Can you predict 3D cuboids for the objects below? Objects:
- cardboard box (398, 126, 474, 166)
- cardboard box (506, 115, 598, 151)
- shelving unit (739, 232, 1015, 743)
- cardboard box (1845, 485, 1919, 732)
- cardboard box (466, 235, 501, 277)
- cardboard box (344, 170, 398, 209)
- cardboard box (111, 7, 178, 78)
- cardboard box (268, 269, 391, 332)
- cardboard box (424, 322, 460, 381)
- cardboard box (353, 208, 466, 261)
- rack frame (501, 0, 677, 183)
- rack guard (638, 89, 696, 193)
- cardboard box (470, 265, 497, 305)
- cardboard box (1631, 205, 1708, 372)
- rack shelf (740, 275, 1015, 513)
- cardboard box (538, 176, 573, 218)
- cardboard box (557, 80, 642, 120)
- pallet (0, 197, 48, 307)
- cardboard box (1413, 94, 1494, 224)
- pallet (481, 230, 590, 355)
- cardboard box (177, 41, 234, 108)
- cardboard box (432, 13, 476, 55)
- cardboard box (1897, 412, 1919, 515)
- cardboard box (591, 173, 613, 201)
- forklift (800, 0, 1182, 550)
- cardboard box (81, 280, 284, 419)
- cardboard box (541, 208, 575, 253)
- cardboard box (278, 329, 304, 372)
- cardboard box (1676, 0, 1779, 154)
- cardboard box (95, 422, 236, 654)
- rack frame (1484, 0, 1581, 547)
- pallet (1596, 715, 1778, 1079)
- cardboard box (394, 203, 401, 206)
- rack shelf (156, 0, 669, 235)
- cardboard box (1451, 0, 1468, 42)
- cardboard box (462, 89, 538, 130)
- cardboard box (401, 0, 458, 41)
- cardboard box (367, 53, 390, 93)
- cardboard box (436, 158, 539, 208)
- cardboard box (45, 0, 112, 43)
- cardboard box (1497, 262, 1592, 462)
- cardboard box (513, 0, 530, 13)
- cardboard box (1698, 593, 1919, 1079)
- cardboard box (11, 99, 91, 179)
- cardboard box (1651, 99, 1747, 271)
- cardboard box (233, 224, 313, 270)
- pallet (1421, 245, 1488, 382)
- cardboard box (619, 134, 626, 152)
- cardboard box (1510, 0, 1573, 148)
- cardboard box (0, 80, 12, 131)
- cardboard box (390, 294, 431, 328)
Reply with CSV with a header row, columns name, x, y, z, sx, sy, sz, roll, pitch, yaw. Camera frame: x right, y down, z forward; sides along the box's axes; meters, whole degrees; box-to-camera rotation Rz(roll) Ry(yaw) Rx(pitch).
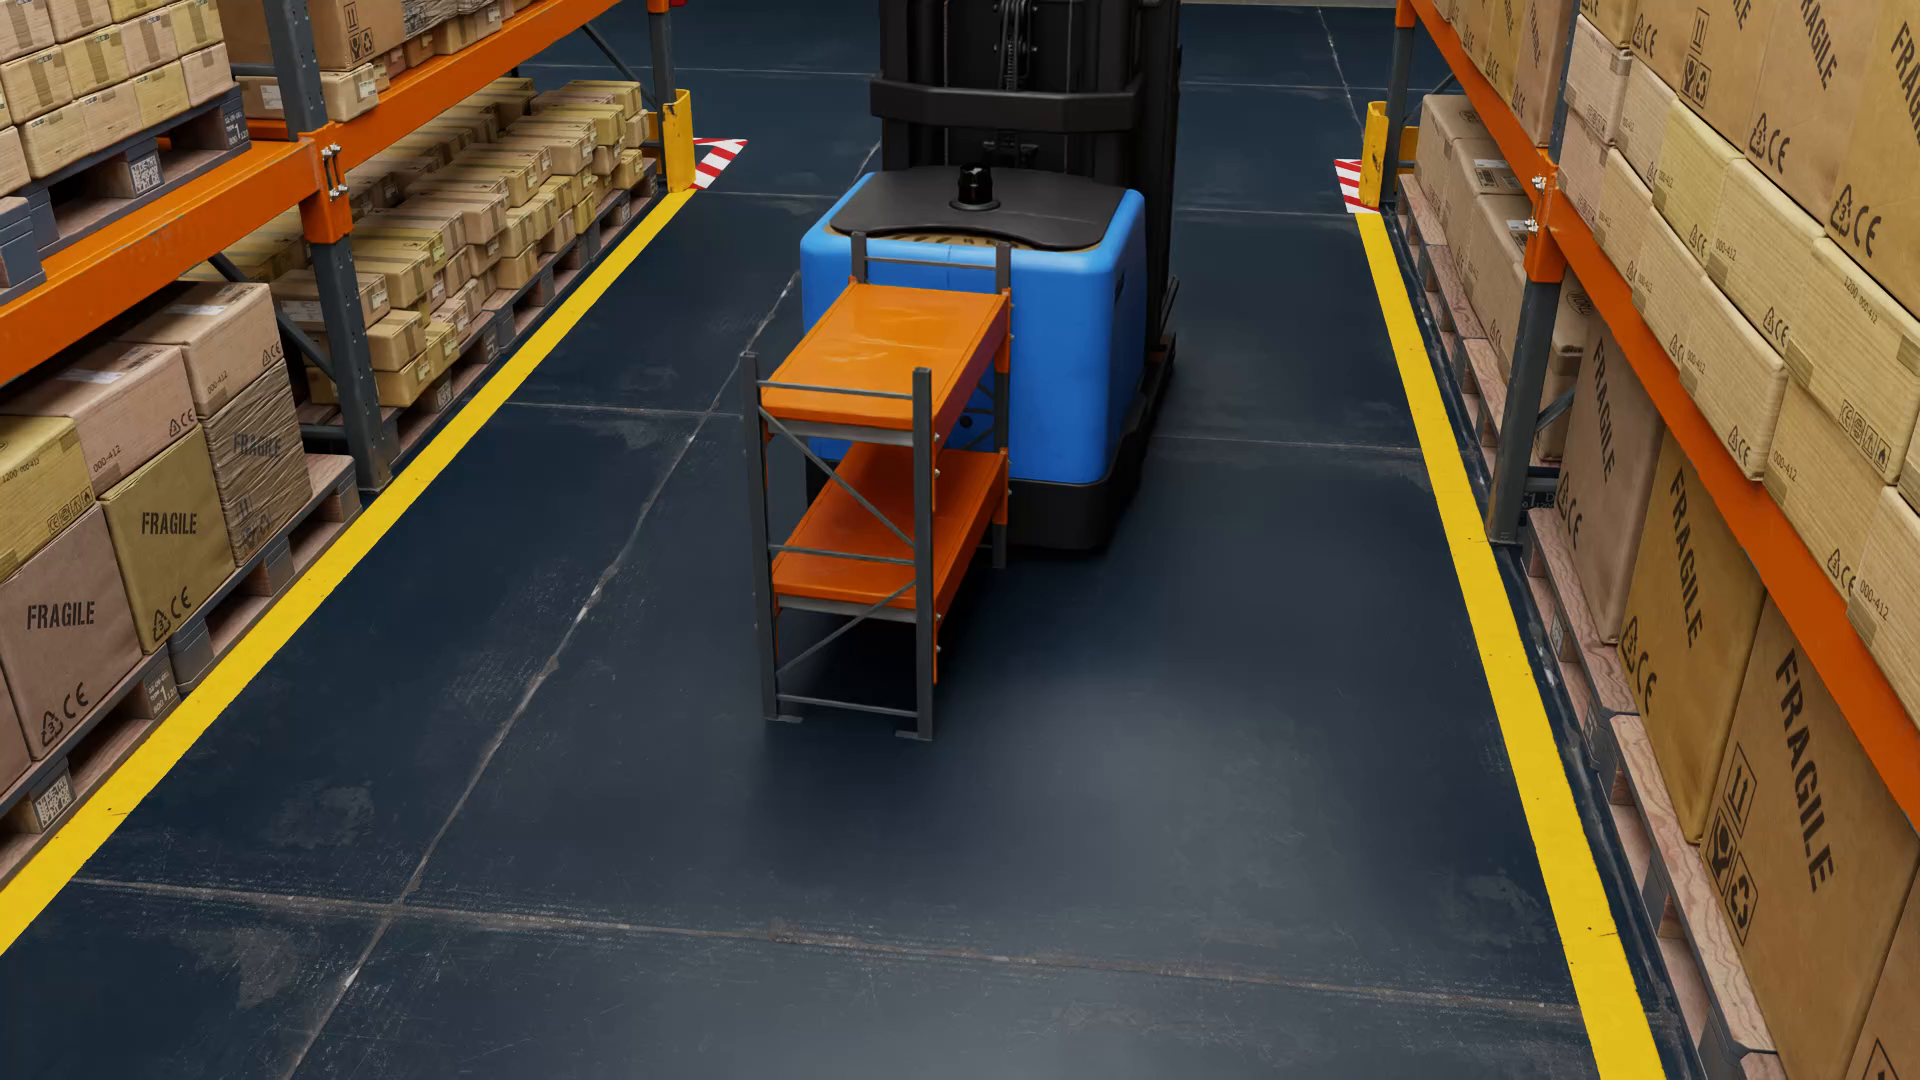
name,x,y,z,sx,sy,sz,roll,pitch,yaw
cardboard box,-2.577,-1.891,8.033,0.380,0.149,0.250,4,29,8
cardboard box,-2.014,-1.991,8.219,0.380,0.149,0.250,2,28,4
shelving unit,-0.204,-0.192,4.920,0.538,1.125,1.048,6,29,11
cardboard box,1.684,0.152,2.464,0.500,0.250,0.500,4,29,7
cardboard box,-2.211,-1.252,7.160,0.380,0.149,0.250,5,29,9
cardboard box,-2.730,-1.535,7.373,0.380,0.149,0.250,2,28,4
cardboard box,-2.486,-1.425,4.741,0.380,0.149,0.250,4,29,7
cardboard box,-2.354,-0.885,6.165,0.380,0.149,0.250,4,29,8
cardboard box,-2.206,-0.751,6.544,0.380,0.149,0.250,4,29,8
cardboard box,-2.270,-1.257,6.856,0.380,0.149,0.250,3,28,5
rack frame,-2.112,-3.426,8.946,1.000,3.000,0.127,3,28,6
rack guard,-2.121,-2.289,9.473,1.175,0.500,0.348,3,28,6
cardboard box,-2.247,-1.122,7.233,0.380,0.149,0.250,2,28,4
cardboard box,1.867,-0.561,3.787,0.500,0.250,0.500,3,28,6
rack shelf,-0.204,-0.450,4.781,0.538,0.278,1.000,6,29,11
cardboard box,-2.056,-1.613,7.830,0.380,0.149,0.250,5,29,9
cardboard box,-1.925,-2.353,8.892,0.380,0.149,0.250,4,29,7
pallet,-2.890,-0.510,3.736,1.003,0.211,1.213,3,28,6
cardboard box,2.831,-1.926,8.421,0.875,0.438,0.875,2,28,4
pallet,-2.408,-1.209,7.772,1.003,0.211,1.213,3,28,6
cardboard box,-2.454,-1.419,5.043,0.380,0.149,0.250,3,28,5
cardboard box,-2.169,-2.044,6.645,0.380,0.149,0.250,4,29,7
cardboard box,1.699,-0.058,2.327,0.500,0.250,0.500,3,28,5
cardboard box,-2.018,-1.849,8.583,0.380,0.149,0.250,3,28,6
forklift,0.300,-1.938,6.256,1.130,2.935,3.031,6,29,11
cardboard box,-2.443,-0.592,5.089,0.500,0.250,0.500,3,28,5
cardboard box,-2.058,-1.481,7.900,0.380,0.149,0.250,4,29,7
cardboard box,-2.777,-0.794,6.625,0.380,0.149,0.250,4,29,8
cardboard box,1.885,-1.120,3.506,0.500,0.500,0.500,3,28,5
cardboard box,-2.506,-0.023,4.822,0.500,0.500,0.500,3,28,5
rack frame,2.323,-1.303,5.006,1.000,3.000,0.127,3,28,6
pallet,2.156,0.868,3.916,1.003,0.211,1.213,3,28,6
cardboard box,-2.575,-1.507,7.634,0.380,0.149,0.250,5,29,9
rack shelf,-2.357,-2.168,7.369,1.077,0.370,4.000,3,28,6
cardboard box,2.310,-2.306,6.761,0.500,0.500,0.500,4,29,8
cardboard box,-2.428,-2.254,8.707,0.380,0.149,0.250,4,29,7
cardboard box,-2.238,-2.170,6.196,0.500,0.500,0.500,3,28,6
cardboard box,-2.285,-1.673,5.957,0.380,0.149,0.250,4,29,8
cardboard box,-2.138,-1.619,7.528,0.380,0.149,0.250,3,29,6
cardboard box,-2.523,-1.431,4.438,0.380,0.149,0.250,2,28,5
cardboard box,2.506,-0.649,6.051,0.875,0.438,0.875,3,28,5
cardboard box,-2.133,-2.418,7.341,0.380,0.149,0.250,4,29,7
cardboard box,2.113,0.591,3.288,0.875,0.875,0.875,4,29,7
cardboard box,-2.549,-1.061,4.379,0.380,0.149,0.250,2,28,4
cardboard box,1.865,-0.783,3.672,0.500,0.250,0.500,4,29,7
cardboard box,-2.802,-1.157,6.671,0.380,0.149,0.250,3,28,6
pallet,2.641,-1.004,7.392,1.003,0.211,1.213,3,28,6
cardboard box,-1.979,-2.102,8.738,0.380,0.149,0.250,3,28,5
cardboard box,2.126,-1.580,5.415,0.500,0.500,0.500,4,29,7
cardboard box,-2.582,-1.057,4.058,0.380,0.149,0.250,2,28,4
cardboard box,-2.298,-0.880,6.470,0.380,0.149,0.250,4,29,7
